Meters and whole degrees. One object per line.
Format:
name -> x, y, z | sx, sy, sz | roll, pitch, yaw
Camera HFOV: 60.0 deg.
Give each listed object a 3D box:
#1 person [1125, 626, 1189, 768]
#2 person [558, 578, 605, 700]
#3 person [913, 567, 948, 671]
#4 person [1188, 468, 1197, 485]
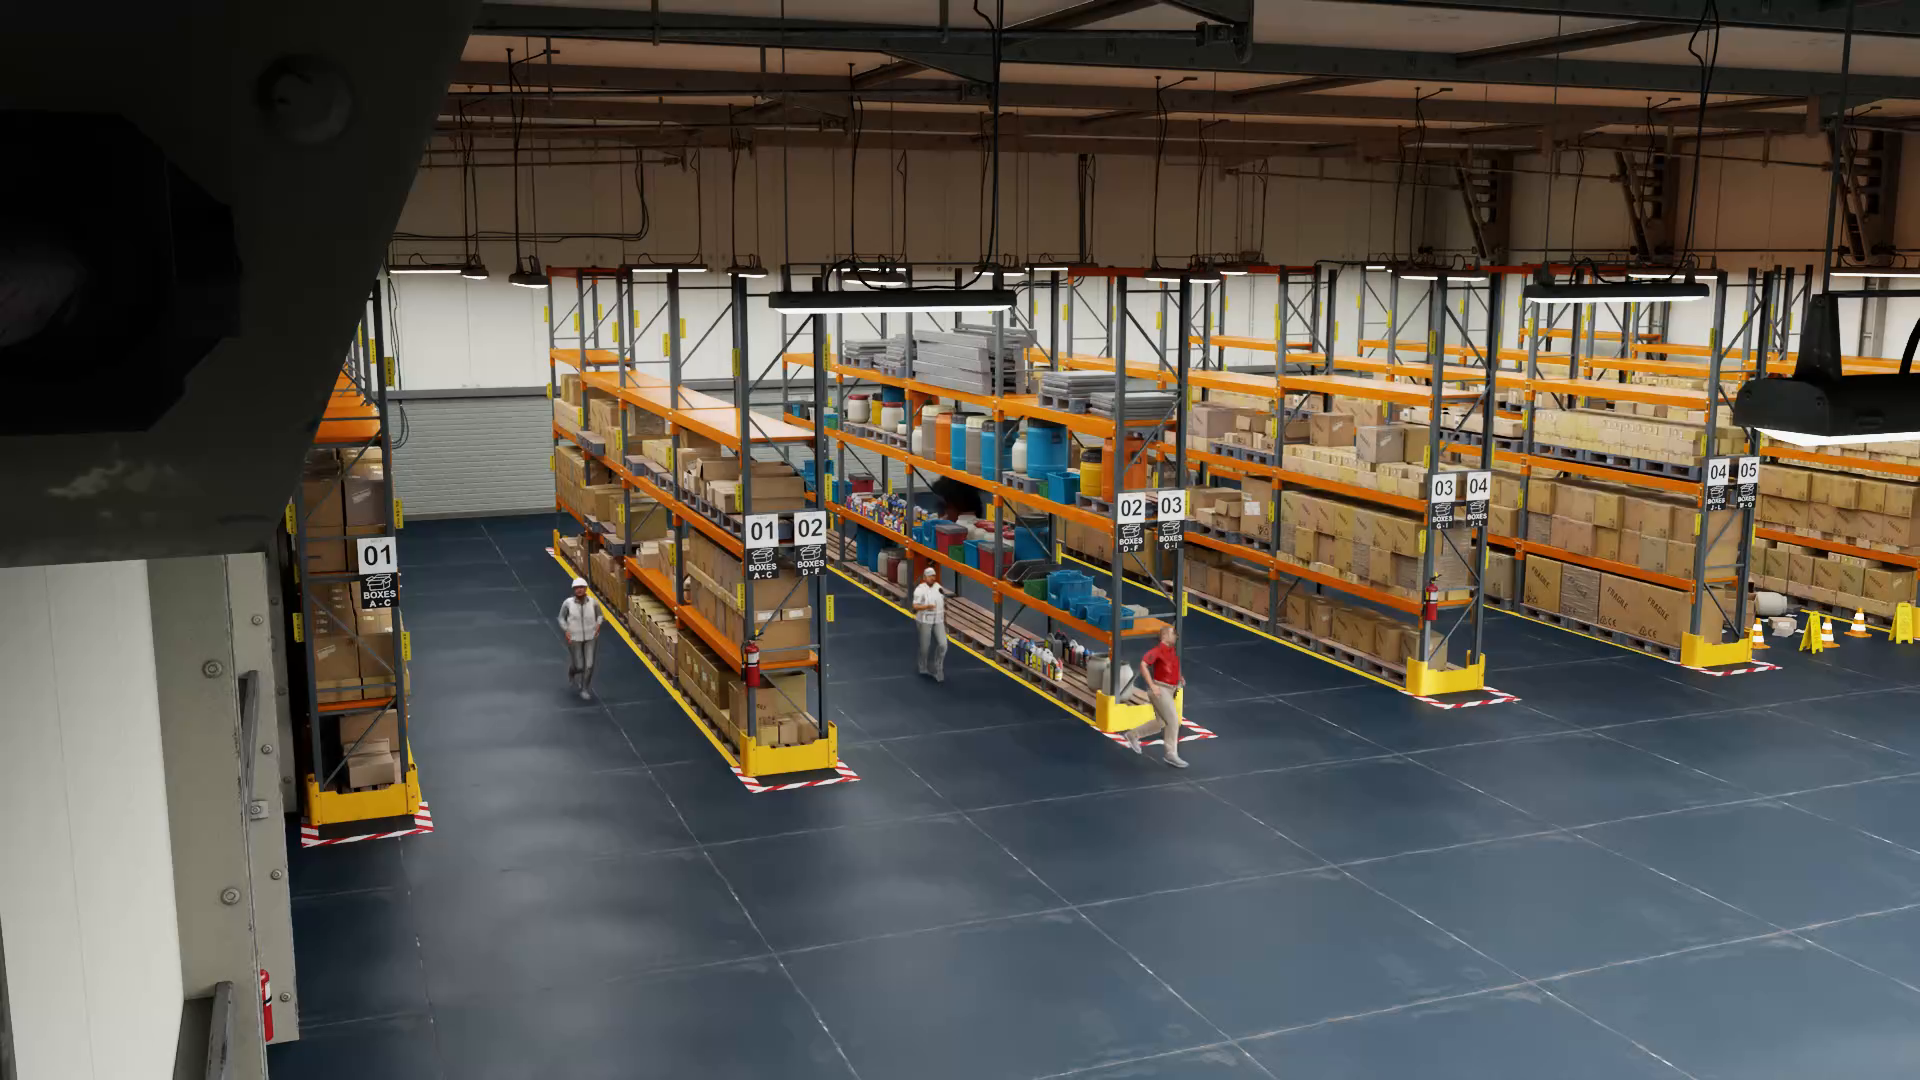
person -> 2.520, 1.917, 20.821 | 0.897, 1.699, 0.706 | 5, 11, 25
person -> -5.379, 1.391, 23.717 | 0.656, 1.746, 0.627 | -4, 11, -22
person -> -0.430, 1.179, 24.697 | 0.567, 1.553, 0.661 | -4, 11, -21
person -> 5.795, -1.735, 41.647 | 0.842, 1.746, 0.760 | -2, 10, -9
